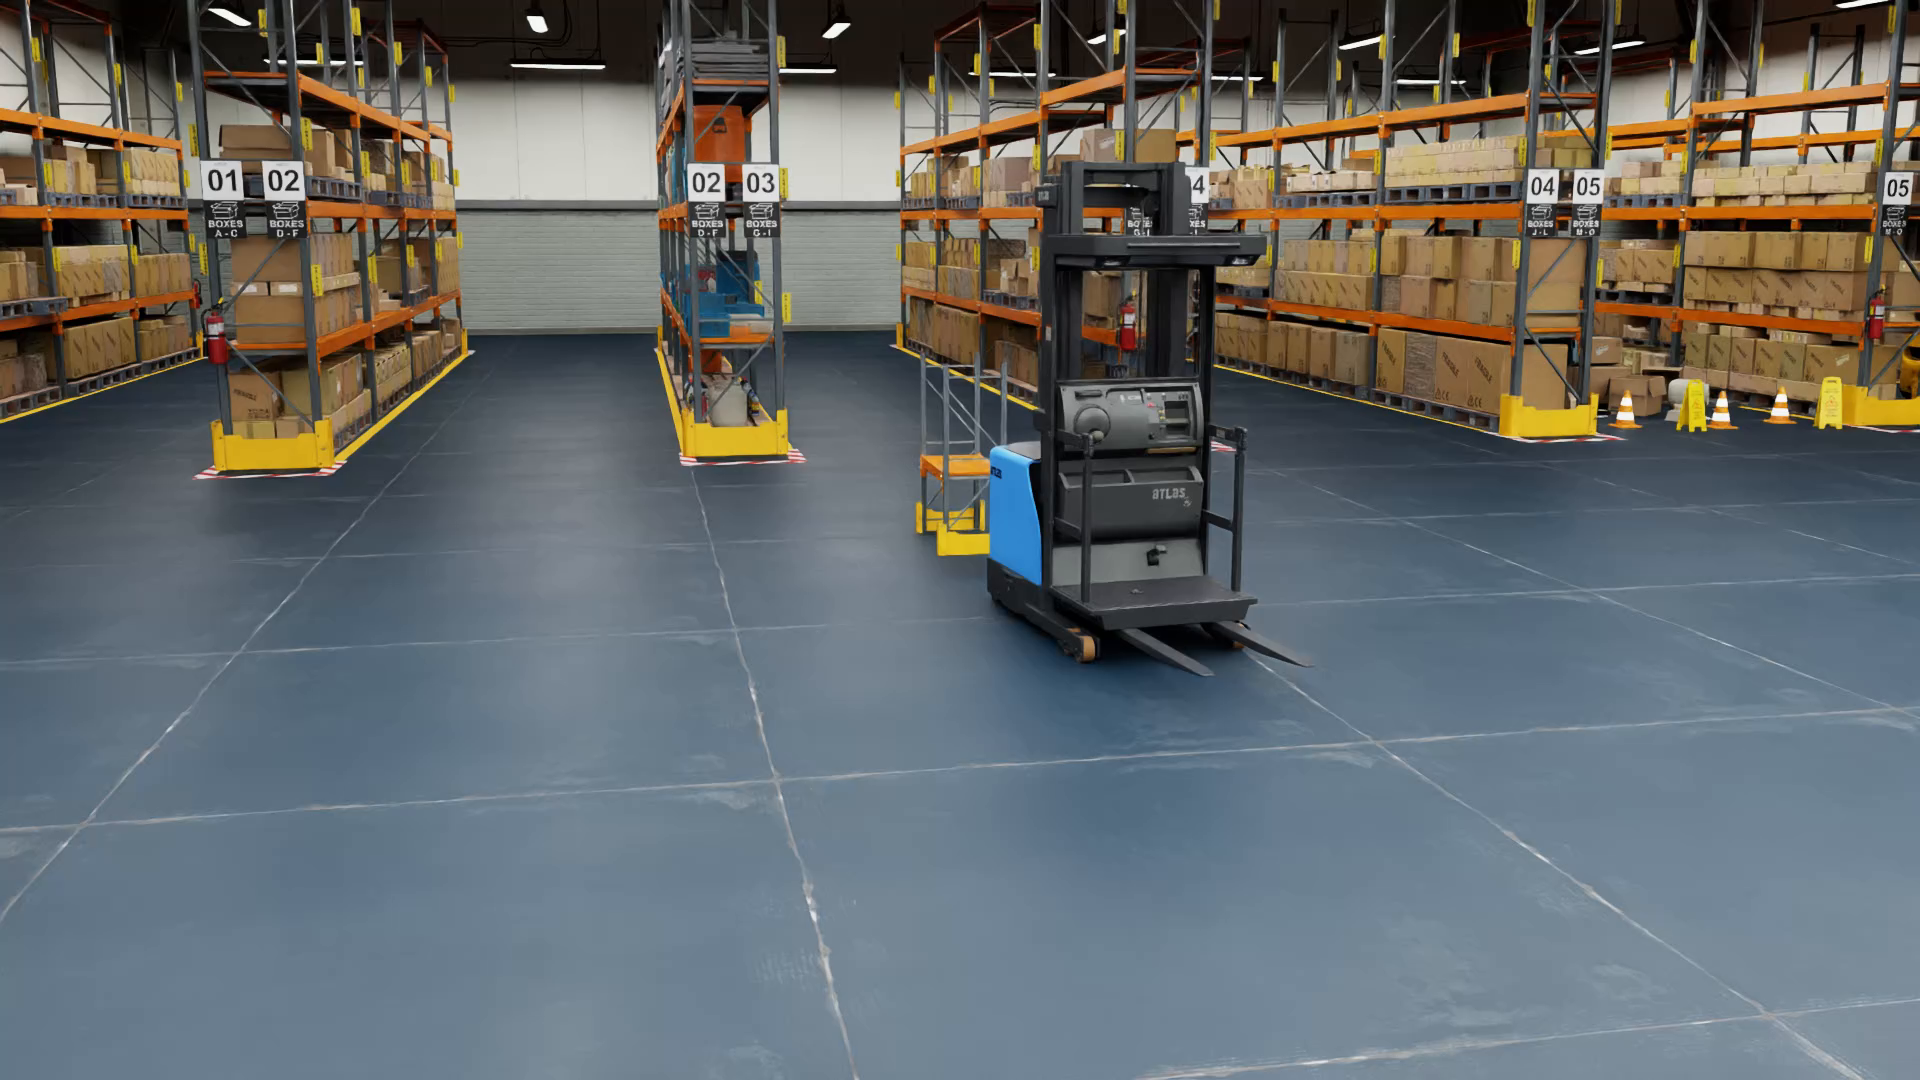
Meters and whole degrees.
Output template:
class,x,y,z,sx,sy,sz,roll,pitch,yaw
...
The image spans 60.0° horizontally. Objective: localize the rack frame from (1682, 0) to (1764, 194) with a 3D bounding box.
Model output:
class,x,y,z,sx,sy,sz,roll,pitch,yaw
rack frame,11.317,-6.665,24.646,1.000,3.000,0.127,-2,11,-11

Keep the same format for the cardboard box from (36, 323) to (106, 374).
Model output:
class,x,y,z,sx,sy,sz,roll,pitch,yaw
cardboard box,-13.936,-3.001,26.069,0.750,0.750,0.750,-2,11,-11

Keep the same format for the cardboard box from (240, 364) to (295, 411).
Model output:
class,x,y,z,sx,sy,sz,roll,pitch,yaw
cardboard box,-7.948,-1.758,19.138,0.500,0.500,0.500,-2,11,-11

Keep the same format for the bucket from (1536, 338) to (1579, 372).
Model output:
class,x,y,z,sx,sy,sz,roll,pitch,yaw
bucket,8.769,-2.717,24.637,0.726,0.611,0.620,2,1,9

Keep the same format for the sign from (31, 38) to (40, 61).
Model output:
class,x,y,z,sx,sy,sz,roll,pitch,yaw
sign,-13.227,-7.017,23.786,0.100,0.325,0.005,-2,11,-11

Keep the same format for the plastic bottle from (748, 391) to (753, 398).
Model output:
class,x,y,z,sx,sy,sz,roll,pitch,yaw
plastic bottle,-2.617,-1.744,20.960,0.097,0.271,0.097,0,11,0

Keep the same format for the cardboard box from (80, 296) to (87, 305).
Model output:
class,x,y,z,sx,sy,sz,roll,pitch,yaw
cardboard box,-13.872,-3.741,25.946,0.380,0.149,0.250,-2,11,-10

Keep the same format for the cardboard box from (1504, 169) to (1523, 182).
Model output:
class,x,y,z,sx,sy,sz,roll,pitch,yaw
cardboard box,6.862,-4.440,20.259,0.380,0.149,0.250,-2,11,-11

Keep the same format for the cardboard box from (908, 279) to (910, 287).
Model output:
class,x,y,z,sx,sy,sz,roll,pitch,yaw
cardboard box,-0.839,-5.216,33.750,0.380,0.149,0.250,-2,11,-12

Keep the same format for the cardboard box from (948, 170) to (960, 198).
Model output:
class,x,y,z,sx,sy,sz,roll,pitch,yaw
cardboard box,0.163,-6.448,30.136,0.700,0.500,0.500,-2,11,-10

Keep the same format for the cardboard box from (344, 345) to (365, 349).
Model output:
class,x,y,z,sx,sy,sz,roll,pitch,yaw
cardboard box,-9.086,-2.756,24.883,0.500,0.311,0.500,-2,11,-9

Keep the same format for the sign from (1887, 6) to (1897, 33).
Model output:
class,x,y,z,sx,sy,sz,roll,pitch,yaw
sign,11.547,-6.451,20.603,0.100,0.325,0.005,-2,11,-11

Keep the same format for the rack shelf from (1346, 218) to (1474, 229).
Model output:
class,x,y,z,sx,sy,sz,roll,pitch,yaw
rack shelf,9.372,-6.672,34.629,1.077,0.370,4.000,-2,11,-11

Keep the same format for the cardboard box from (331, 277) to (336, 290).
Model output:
class,x,y,z,sx,sy,sz,roll,pitch,yaw
cardboard box,-7.507,-2.994,19.400,0.380,0.149,0.250,-2,11,-10

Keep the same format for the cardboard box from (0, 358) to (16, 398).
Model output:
class,x,y,z,sx,sy,sz,roll,pitch,yaw
cardboard box,-13.456,-2.220,22.845,0.700,0.500,0.500,-2,11,-11

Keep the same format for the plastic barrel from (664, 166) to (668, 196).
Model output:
class,x,y,z,sx,sy,sz,roll,pitch,yaw
plastic barrel,-4.961,-6.285,29.188,0.433,0.535,0.433,0,11,0

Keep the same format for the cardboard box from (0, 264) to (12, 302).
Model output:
class,x,y,z,sx,sy,sz,roll,pitch,yaw
cardboard box,-13.392,-3.502,22.631,0.700,0.500,0.500,-2,11,-11

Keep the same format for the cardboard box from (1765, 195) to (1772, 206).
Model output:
class,x,y,z,sx,sy,sz,roll,pitch,yaw
cardboard box,11.437,-4.718,23.114,0.380,0.149,0.250,-2,11,-11

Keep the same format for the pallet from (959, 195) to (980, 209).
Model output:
class,x,y,z,sx,sy,sz,roll,pitch,yaw
pallet,0.641,-5.588,27.515,1.213,0.211,1.003,-2,11,-8

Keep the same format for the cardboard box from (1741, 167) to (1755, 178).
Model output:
class,x,y,z,sx,sy,sz,roll,pitch,yaw
cardboard box,11.303,-5.202,23.520,0.380,0.149,0.250,-2,11,-13

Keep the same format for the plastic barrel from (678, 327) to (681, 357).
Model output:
class,x,y,z,sx,sy,sz,roll,pitch,yaw
plastic barrel,-4.729,-3.720,29.705,0.600,0.901,0.708,-2,11,-11

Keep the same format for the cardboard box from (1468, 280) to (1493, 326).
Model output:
class,x,y,z,sx,sy,sz,roll,pitch,yaw
cardboard box,7.014,-3.026,21.170,0.875,0.550,0.550,-2,11,-11

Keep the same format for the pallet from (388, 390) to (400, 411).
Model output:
class,x,y,z,sx,sy,sz,roll,pitch,yaw
pallet,-8.544,-1.986,23.565,1.003,0.211,1.213,-2,11,-11

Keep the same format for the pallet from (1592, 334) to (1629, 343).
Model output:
class,x,y,z,sx,sy,sz,roll,pitch,yaw
pallet,14.256,-4.346,35.968,1.003,0.211,1.213,-2,11,-11

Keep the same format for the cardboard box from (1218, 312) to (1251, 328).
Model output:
class,x,y,z,sx,sy,sz,roll,pitch,yaw
cardboard box,5.011,-3.997,30.229,0.500,0.250,0.500,-2,11,-9

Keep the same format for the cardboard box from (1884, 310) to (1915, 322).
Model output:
class,x,y,z,sx,sy,sz,roll,pitch,yaw
cardboard box,12.232,-2.930,21.743,0.380,0.149,0.250,-2,11,-11

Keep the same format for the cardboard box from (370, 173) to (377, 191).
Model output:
class,x,y,z,sx,sy,sz,roll,pitch,yaw
cardboard box,-8.536,-5.056,23.491,0.500,0.250,0.500,-2,11,-12

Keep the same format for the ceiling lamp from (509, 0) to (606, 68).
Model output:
class,x,y,z,sx,sy,sz,roll,pitch,yaw
ceiling lamp,-8.523,-11.596,34.941,2.000,3.185,0.800,-2,11,-11

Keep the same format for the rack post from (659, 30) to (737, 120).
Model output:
class,x,y,z,sx,sy,sz,roll,pitch,yaw
rack post,-3.729,-6.580,23.668,1.013,1.000,3.121,-2,11,-11

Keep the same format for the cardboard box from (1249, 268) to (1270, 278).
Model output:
class,x,y,z,sx,sy,sz,roll,pitch,yaw
cardboard box,5.161,-4.556,28.363,0.380,0.149,0.250,-2,11,-10

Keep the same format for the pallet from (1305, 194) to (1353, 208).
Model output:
class,x,y,z,sx,sy,sz,roll,pitch,yaw
pallet,6.101,-5.312,26.068,1.003,0.211,1.213,-2,11,-8

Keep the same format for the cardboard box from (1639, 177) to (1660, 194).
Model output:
class,x,y,z,sx,sy,sz,roll,pitch,yaw
cardboard box,10.968,-5.519,25.925,0.500,0.250,0.500,-2,11,-10

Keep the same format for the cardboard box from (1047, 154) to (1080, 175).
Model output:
class,x,y,z,sx,sy,sz,roll,pitch,yaw
cardboard box,1.602,-5.178,23.456,0.797,0.503,0.637,-3,11,-14

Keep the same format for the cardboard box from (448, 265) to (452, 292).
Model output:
class,x,y,z,sx,sy,sz,roll,pitch,yaw
cardboard box,-9.807,-4.896,31.132,0.500,0.500,0.500,-2,11,-12

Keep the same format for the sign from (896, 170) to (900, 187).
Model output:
class,x,y,z,sx,sy,sz,roll,pitch,yaw
sign,-1.283,-7.481,34.407,0.100,0.325,0.005,-2,11,-11

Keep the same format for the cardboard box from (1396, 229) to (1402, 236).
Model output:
class,x,y,z,sx,sy,sz,roll,pitch,yaw
cardboard box,9.203,-6.326,34.232,0.380,0.149,0.250,-2,11,-12

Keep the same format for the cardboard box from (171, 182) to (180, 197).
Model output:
class,x,y,z,sx,sy,sz,roll,pitch,yaw
cardboard box,-14.911,-6.548,31.067,0.500,0.250,0.500,-2,11,-9

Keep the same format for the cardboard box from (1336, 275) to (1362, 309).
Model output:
class,x,y,z,sx,sy,sz,roll,pitch,yaw
cardboard box,6.019,-3.747,25.093,0.500,0.500,0.500,-2,11,-12

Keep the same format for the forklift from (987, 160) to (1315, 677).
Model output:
class,x,y,z,sx,sy,sz,roll,pitch,yaw
forklift,1.128,-0.795,10.032,1.130,2.935,3.031,-3,11,-18

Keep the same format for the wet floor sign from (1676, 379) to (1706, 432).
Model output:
class,x,y,z,sx,sy,sz,roll,pitch,yaw
wet floor sign,9.207,-1.696,20.880,0.267,0.644,0.232,-4,12,-21

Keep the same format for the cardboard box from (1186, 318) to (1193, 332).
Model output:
class,x,y,z,sx,sy,sz,roll,pitch,yaw
cardboard box,2.553,-2.561,19.802,0.380,0.149,0.250,-2,11,-11

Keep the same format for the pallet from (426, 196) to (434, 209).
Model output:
class,x,y,z,sx,sy,sz,roll,pitch,yaw
pallet,-9.619,-5.724,28.228,1.213,0.211,1.003,-2,11,-11

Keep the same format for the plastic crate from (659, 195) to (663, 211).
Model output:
class,x,y,z,sx,sy,sz,roll,pitch,yaw
plastic crate,-5.467,-6.376,31.466,0.437,0.282,0.530,-2,11,-11

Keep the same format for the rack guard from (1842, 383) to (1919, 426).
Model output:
class,x,y,z,sx,sy,sz,roll,pitch,yaw
rack guard,12.080,-1.770,21.659,1.175,0.500,0.348,-2,11,-11

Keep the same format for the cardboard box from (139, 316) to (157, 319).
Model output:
class,x,y,z,sx,sy,sz,roll,pitch,yaw
cardboard box,-15.201,-4.113,31.110,0.380,0.149,0.250,-2,11,-11

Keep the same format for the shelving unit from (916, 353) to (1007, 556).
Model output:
class,x,y,z,sx,sy,sz,roll,pitch,yaw
shelving unit,0.015,-0.723,13.483,0.587,1.500,1.083,-2,11,-11

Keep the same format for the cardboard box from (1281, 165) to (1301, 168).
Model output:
class,x,y,z,sx,sy,sz,roll,pitch,yaw
cardboard box,5.707,-6.376,28.834,0.396,0.266,0.258,-2,11,-11

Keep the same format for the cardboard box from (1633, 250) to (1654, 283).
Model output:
class,x,y,z,sx,sy,sz,roll,pitch,yaw
cardboard box,10.905,-4.287,26.009,0.500,0.500,0.500,-2,11,-11

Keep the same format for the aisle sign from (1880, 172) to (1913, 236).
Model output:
class,x,y,z,sx,sy,sz,roll,pitch,yaw
aisle sign,11.823,-4.239,20.994,0.394,0.787,0.004,-2,11,-11

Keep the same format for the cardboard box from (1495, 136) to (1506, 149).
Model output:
class,x,y,z,sx,sy,sz,roll,pitch,yaw
cardboard box,6.814,-4.878,20.430,0.380,0.149,0.250,-2,11,-11

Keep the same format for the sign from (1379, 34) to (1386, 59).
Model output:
class,x,y,z,sx,sy,sz,roll,pitch,yaw
sign,5.951,-6.942,23.393,0.100,0.325,0.005,-2,11,-11

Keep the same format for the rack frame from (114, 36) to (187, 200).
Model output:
class,x,y,z,sx,sy,sz,roll,pitch,yaw
rack frame,-15.314,-7.965,31.476,1.000,3.000,0.127,-2,11,-11

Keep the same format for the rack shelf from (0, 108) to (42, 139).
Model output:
class,x,y,z,sx,sy,sz,roll,pitch,yaw
rack shelf,-13.369,-5.581,21.945,1.077,0.370,4.000,-2,11,-11

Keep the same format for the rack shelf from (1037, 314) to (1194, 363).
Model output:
class,x,y,z,sx,sy,sz,roll,pitch,yaw
rack shelf,1.985,-2.637,21.453,1.077,0.370,4.000,-2,11,-11

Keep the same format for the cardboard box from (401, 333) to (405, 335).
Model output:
class,x,y,z,sx,sy,sz,roll,pitch,yaw
cardboard box,-9.708,-3.258,28.301,0.500,0.500,0.500,-2,11,-10

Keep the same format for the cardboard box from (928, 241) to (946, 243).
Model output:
class,x,y,z,sx,sy,sz,roll,pitch,yaw
cardboard box,-0.385,-5.919,34.373,0.500,0.500,0.500,-2,11,-10
